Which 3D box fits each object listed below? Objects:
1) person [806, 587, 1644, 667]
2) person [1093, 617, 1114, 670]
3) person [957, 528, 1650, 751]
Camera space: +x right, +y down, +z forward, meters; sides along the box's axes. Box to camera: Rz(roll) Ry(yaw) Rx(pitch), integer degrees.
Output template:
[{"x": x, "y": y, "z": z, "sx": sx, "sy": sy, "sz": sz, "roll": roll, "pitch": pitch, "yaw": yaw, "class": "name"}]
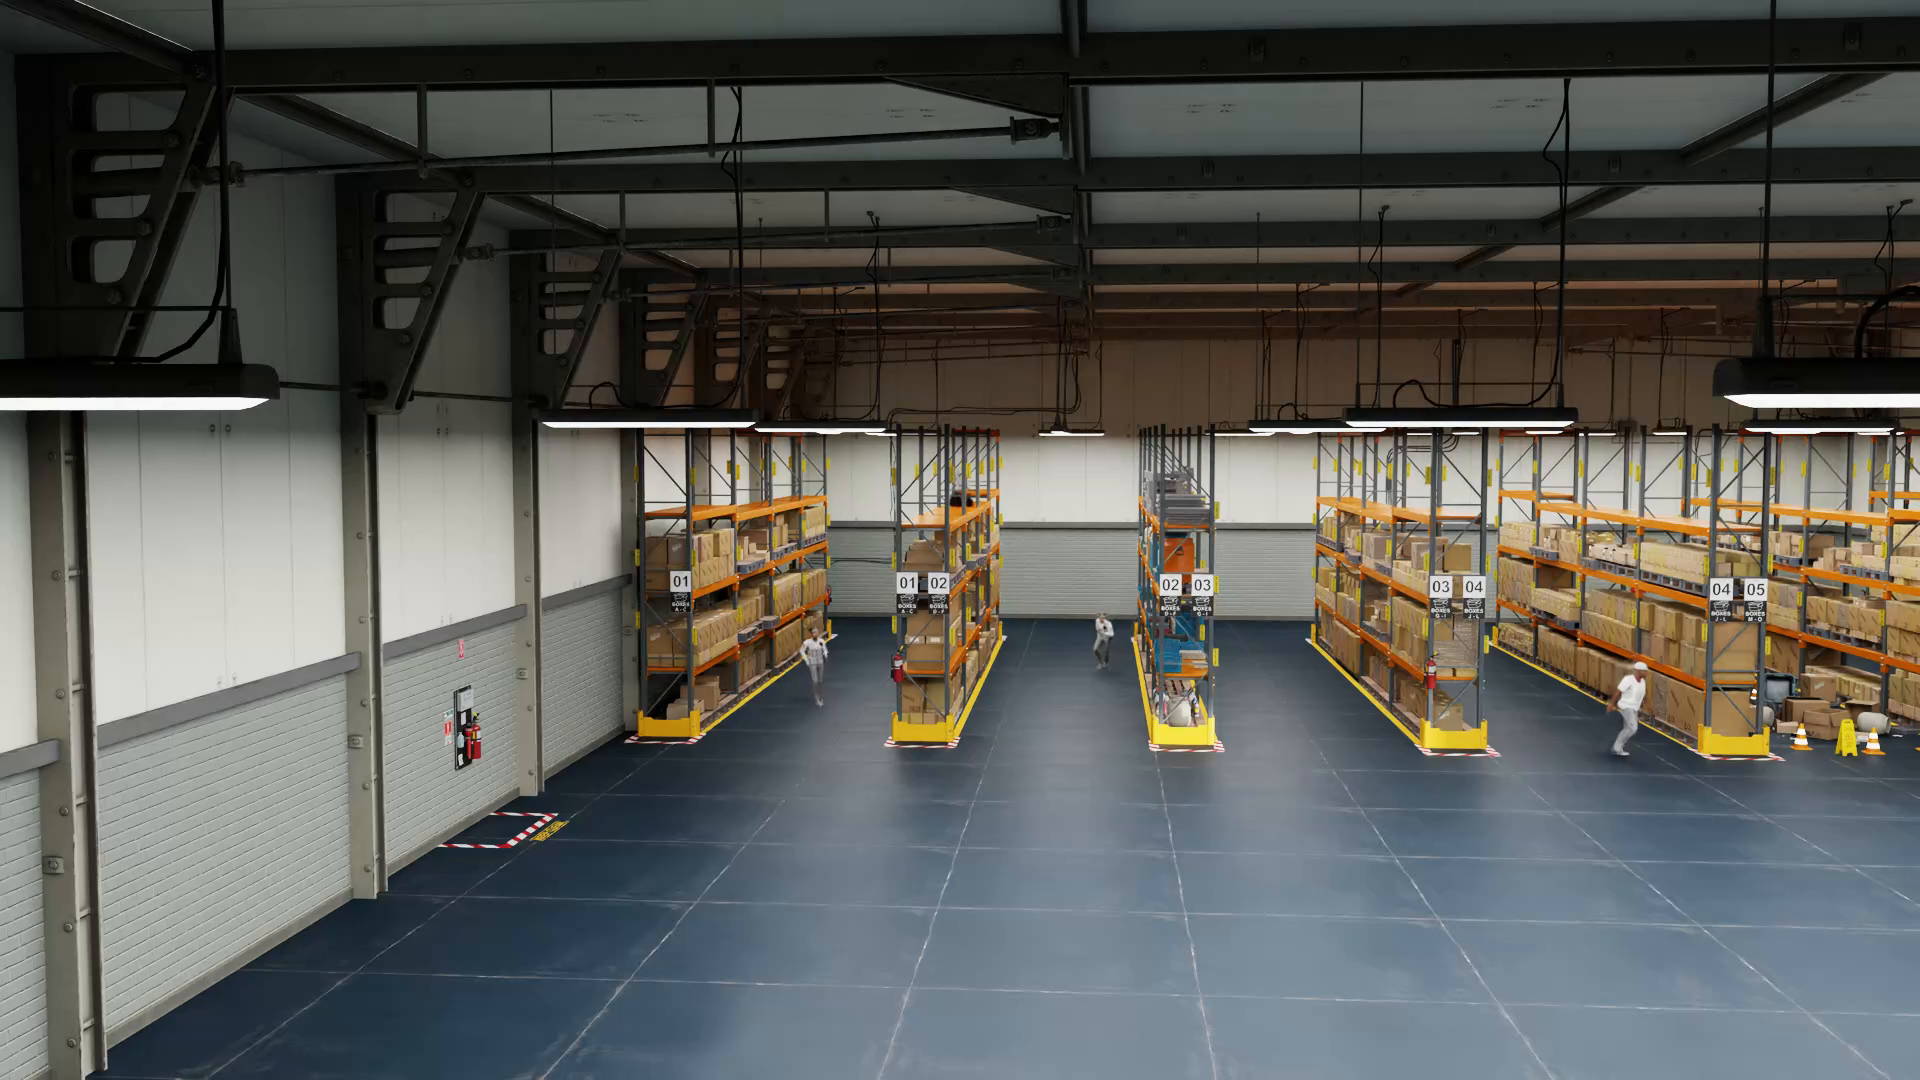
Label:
[{"x": 8.348, "y": 1.887, "z": 42.139, "sx": 26.549, "sy": 0.879, "sz": 3.682, "roll": -1, "pitch": 4, "yaw": -23, "class": "person"}, {"x": 3.608, "y": 2.472, "z": 41.157, "sx": 0.605, "sy": 1.443, "sz": 0.928, "roll": 2, "pitch": 4, "yaw": 25, "class": "person"}, {"x": 5.893, "y": 1.786, "z": 33.326, "sx": 5.981, "sy": 3.691, "sz": 13.741, "roll": -3, "pitch": 4, "yaw": -39, "class": "person"}]
